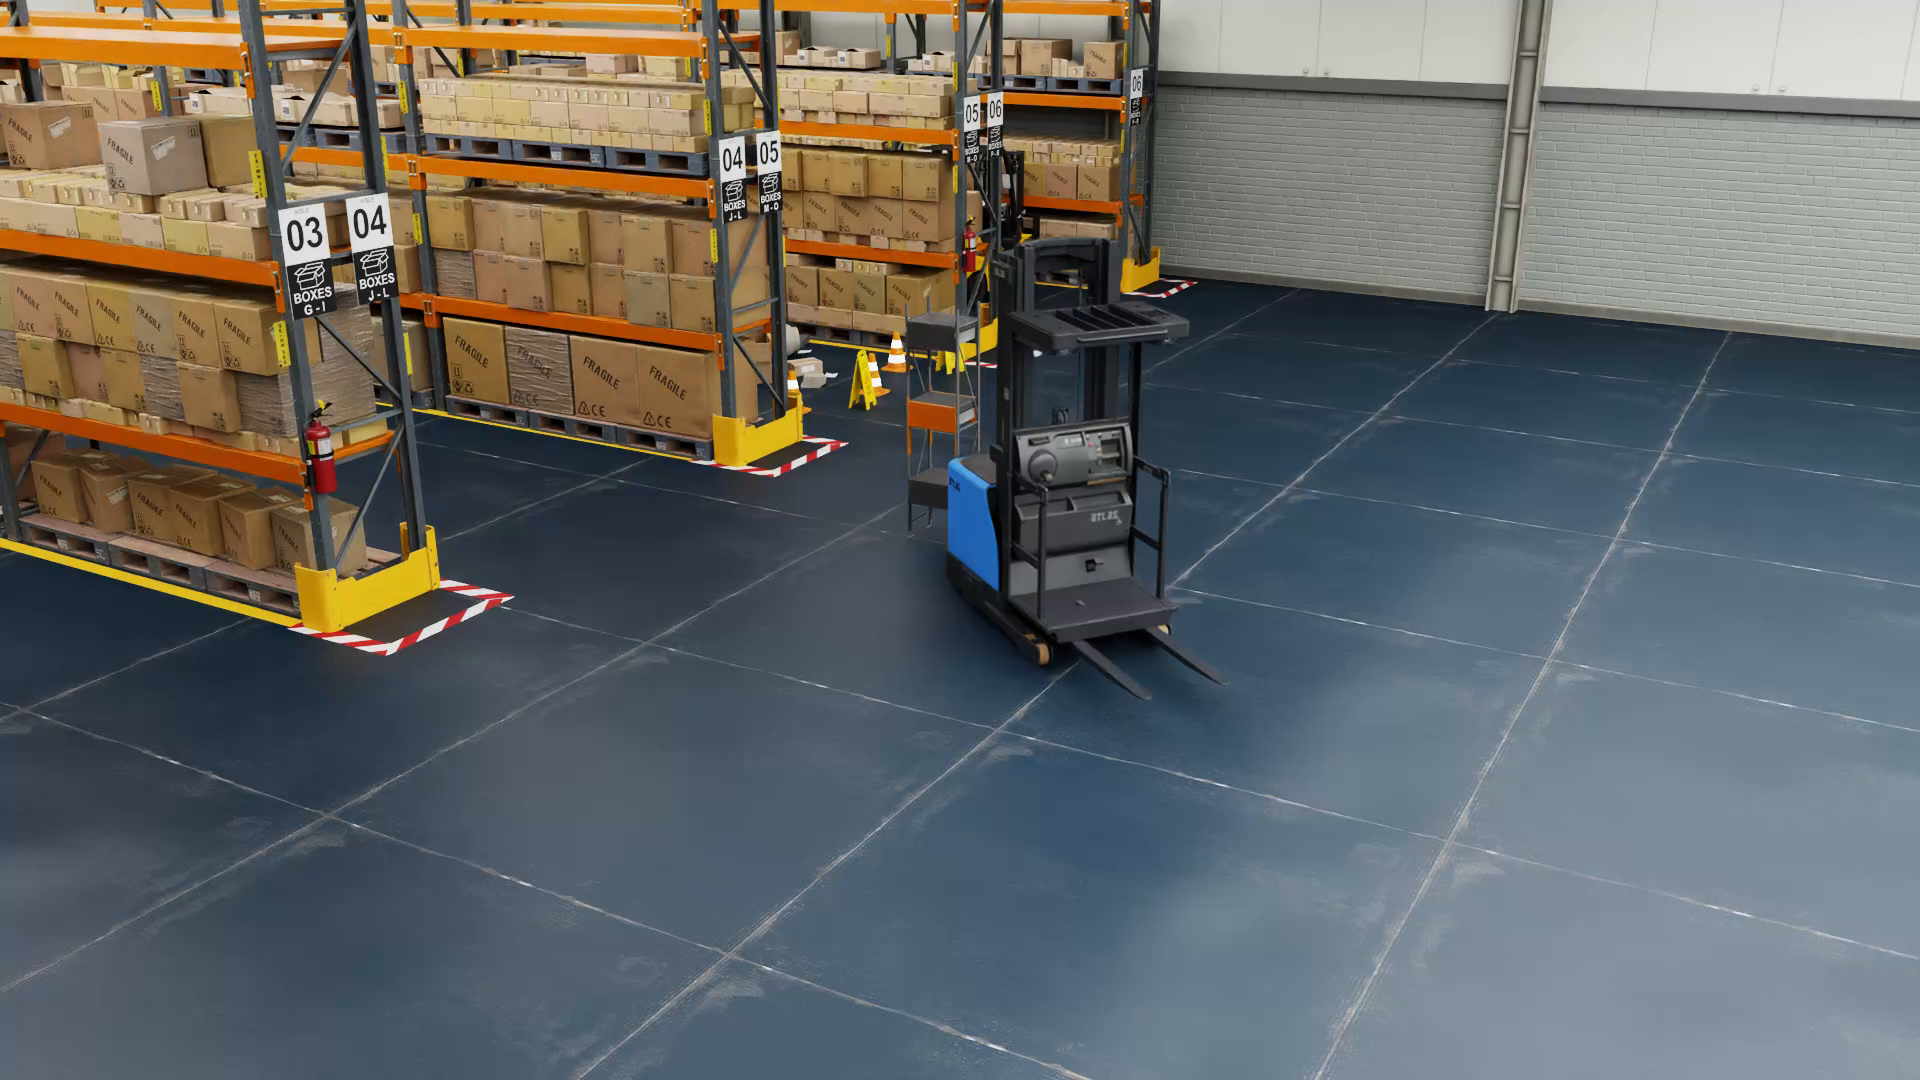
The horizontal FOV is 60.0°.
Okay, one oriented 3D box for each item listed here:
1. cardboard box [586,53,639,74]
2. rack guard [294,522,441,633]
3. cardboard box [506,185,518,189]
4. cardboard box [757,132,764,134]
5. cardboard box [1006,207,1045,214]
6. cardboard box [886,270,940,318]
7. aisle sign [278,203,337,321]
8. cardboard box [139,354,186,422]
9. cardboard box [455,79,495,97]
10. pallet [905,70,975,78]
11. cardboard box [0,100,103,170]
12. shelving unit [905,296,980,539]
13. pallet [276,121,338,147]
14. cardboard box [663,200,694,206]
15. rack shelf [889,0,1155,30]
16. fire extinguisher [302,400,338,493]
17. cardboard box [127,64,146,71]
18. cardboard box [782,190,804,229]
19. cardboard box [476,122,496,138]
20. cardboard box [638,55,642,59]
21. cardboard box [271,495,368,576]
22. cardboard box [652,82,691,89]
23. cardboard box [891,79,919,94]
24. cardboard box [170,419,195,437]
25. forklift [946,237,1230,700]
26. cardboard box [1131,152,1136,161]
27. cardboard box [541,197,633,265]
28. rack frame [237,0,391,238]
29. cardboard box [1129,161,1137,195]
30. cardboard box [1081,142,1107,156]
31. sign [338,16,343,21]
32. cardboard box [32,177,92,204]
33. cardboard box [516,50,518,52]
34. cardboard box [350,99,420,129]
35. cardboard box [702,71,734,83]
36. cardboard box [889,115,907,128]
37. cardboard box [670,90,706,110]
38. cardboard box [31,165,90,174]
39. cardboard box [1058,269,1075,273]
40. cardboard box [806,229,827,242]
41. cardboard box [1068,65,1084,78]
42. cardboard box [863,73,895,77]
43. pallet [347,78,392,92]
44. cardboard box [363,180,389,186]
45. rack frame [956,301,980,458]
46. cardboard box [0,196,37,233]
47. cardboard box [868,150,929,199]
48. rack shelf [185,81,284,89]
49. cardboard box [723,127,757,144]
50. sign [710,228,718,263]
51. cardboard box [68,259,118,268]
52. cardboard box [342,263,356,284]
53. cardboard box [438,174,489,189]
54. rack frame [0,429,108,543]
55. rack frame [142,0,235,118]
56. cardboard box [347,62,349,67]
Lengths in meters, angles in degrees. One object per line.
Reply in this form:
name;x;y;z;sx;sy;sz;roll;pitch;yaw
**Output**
cardboard box;-4.730;-6.490;22.629;0.500;0.250;0.500;11;23;28
rack guard;-4.668;0.281;13.155;0.348;0.500;1.175;11;23;27
cardboard box;-6.329;-5.075;24.007;0.250;0.149;0.380;9;22;24
cardboard box;-3.262;-6.700;27.636;0.250;0.149;0.380;11;23;28
cardboard box;1.009;-5.077;26.209;0.500;0.250;0.500;10;22;26
cardboard box;-0.595;-3.144;21.249;0.500;0.500;0.500;11;23;28
aisle sign;-4.693;-2.004;11.976;0.004;0.787;0.394;11;23;27
cardboard box;-5.979;-1.311;13.296;0.500;0.500;0.875;11;23;27
cardboard box;-4.990;-4.672;17.180;0.250;0.149;0.380;11;22;27
pallet;-0.086;-7.209;25.870;1.213;0.211;1.003;11;23;27
cardboard box;-7.576;-3.380;13.866;0.500;0.500;0.500;10;22;26
shelving unit;-0.145;-1.015;14.381;0.503;2.100;0.431;11;23;27
pallet;-7.513;-4.716;19.144;1.213;0.211;1.003;12;23;30
cardboard box;-3.844;-4.579;22.641;0.250;0.149;0.380;11;23;28
rack shelf;0.903;-7.936;24.987;4.000;0.370;1.077;11;23;27
fire extinguisher;-4.726;-0.689;12.276;0.183;0.674;0.296;11;23;27
cardboard box;-9.989;-5.754;20.459;0.258;0.266;0.396;11;23;27
cardboard box;-2.131;-4.364;21.710;0.500;0.500;0.500;11;22;27
cardboard box;-4.771;-4.255;17.201;0.250;0.149;0.380;10;22;26
cardboard box;-5.434;-8.283;28.335;0.250;0.149;0.380;11;23;27
cardboard box;-5.138;-0.013;13.348;0.500;0.500;0.500;16;25;37
cardboard box;-2.892;-4.529;16.788;0.250;0.149;0.380;11;23;28
cardboard box;-0.646;-5.558;20.386;0.250;0.149;0.380;11;22;27
cardboard box;-6.050;-0.952;13.257;0.250;0.149;0.380;11;23;27
forklift;0.934;-0.625;12.087;1.130;2.935;3.031;-8;22;-22
cardboard box;2.480;-5.795;25.143;0.250;0.149;0.380;10;22;26
cardboard box;-3.873;-3.239;17.391;0.500;0.550;0.875;11;23;27
rack frame;-4.601;-3.702;11.671;0.127;3.000;1.000;11;23;27
cardboard box;2.352;-5.522;25.340;0.500;0.500;0.500;12;23;29
cardboard box;2.003;-5.830;24.802;0.250;0.149;0.380;11;23;27
sign;-11.584;-9.630;31.131;0.005;0.325;0.100;11;23;27
cardboard box;-7.043;-2.754;13.093;0.250;0.149;0.380;10;22;26
cardboard box;-7.760;-8.674;29.383;0.250;0.149;0.380;11;23;28
cardboard box;-6.281;-4.660;18.170;0.500;0.250;0.500;11;23;28
cardboard box;-3.145;-6.014;21.644;0.250;0.149;0.380;10;22;26
cardboard box;-0.665;-5.186;20.529;0.250;0.149;0.380;12;23;29
cardboard box;-2.554;-4.207;15.900;0.250;0.149;0.380;11;23;28
cardboard box;-7.480;-3.034;13.864;0.250;0.149;0.380;11;23;28
cardboard box;1.655;-4.284;25.491;0.500;0.250;0.500;11;23;27
cardboard box;-1.796;-3.982;21.609;0.250;0.149;0.380;11;23;27
cardboard box;1.778;-6.894;24.475;0.250;0.149;0.380;10;22;26
cardboard box;-1.029;-5.860;21.218;0.250;0.149;0.380;11;23;29
pallet;-9.420;-7.009;25.469;1.217;0.209;0.805;10;22;25
cardboard box;-8.665;-5.343;25.215;0.500;0.250;0.500;10;22;26
rack frame;0.069;-0.974;14.269;0.015;2.100;0.400;11;23;27
cardboard box;-7.361;-2.649;13.387;0.500;0.250;0.500;11;22;27
cardboard box;-0.759;-4.595;20.882;0.500;0.500;0.700;11;23;28
rack shelf;-11.991;-7.232;26.856;4.000;0.370;1.077;11;23;27
cardboard box;-2.237;-4.030;16.581;0.250;0.149;0.380;11;23;28
sign;-2.371;-2.838;16.041;0.005;0.325;0.100;11;23;27
cardboard box;-7.129;-2.128;14.081;0.500;0.500;0.500;11;23;27
cardboard box;-6.613;-3.145;18.786;0.500;0.500;0.500;11;22;27
cardboard box;-7.299;-5.331;24.448;0.500;0.250;0.500;11;23;27
rack frame;-8.093;-1.547;14.527;0.127;3.000;1.000;11;23;27
rack frame;-9.078;-6.492;19.362;0.127;3.000;1.000;11;23;27
cardboard box;-9.373;-7.309;25.528;0.500;0.311;0.500;11;23;27
